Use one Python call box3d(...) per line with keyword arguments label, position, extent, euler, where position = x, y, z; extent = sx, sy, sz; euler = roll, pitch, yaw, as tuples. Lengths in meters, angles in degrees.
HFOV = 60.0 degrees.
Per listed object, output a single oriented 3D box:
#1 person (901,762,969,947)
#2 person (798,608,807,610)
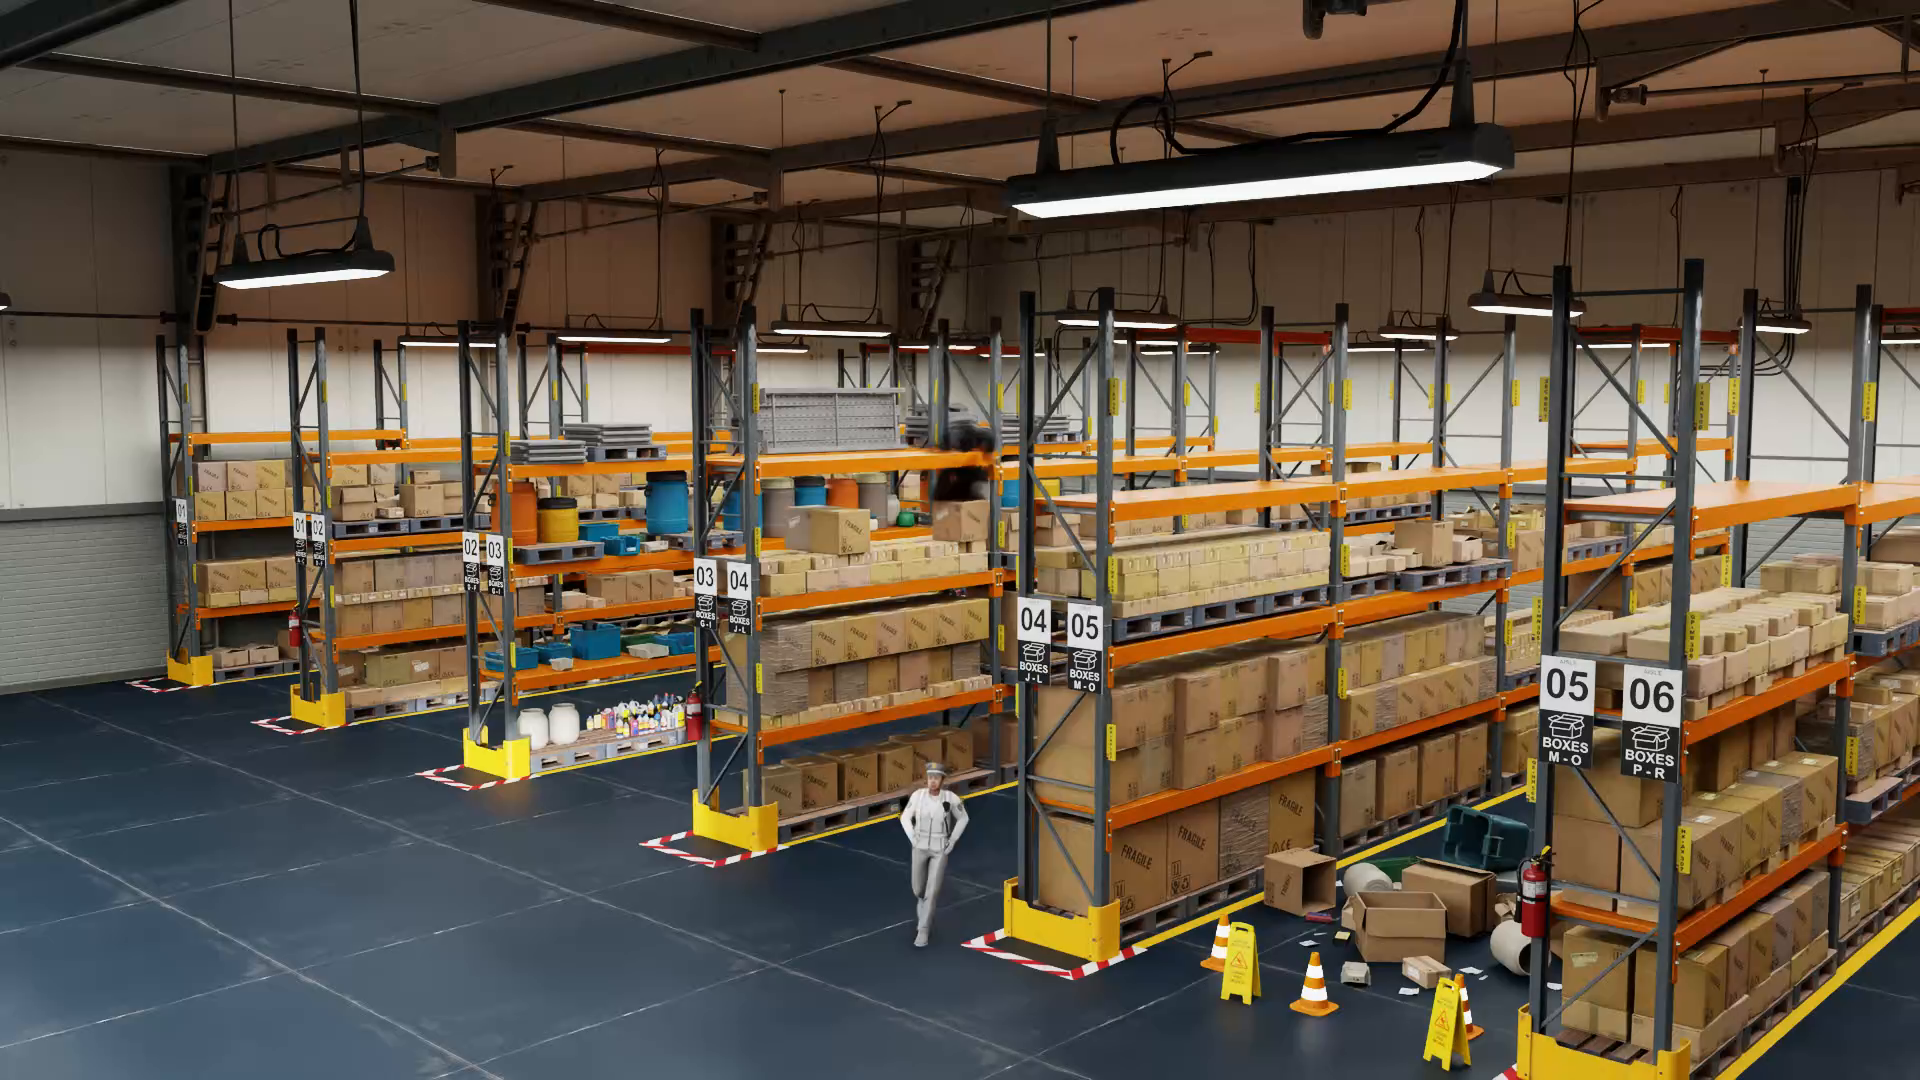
box3d(label="person", position=(-0.238, 2.885, 15.577), extent=(0.634, 1.683, 0.756), euler=(1, 5, 8))
box3d(label="person", position=(-2.980, 1.557, 29.429), extent=(0.607, 1.651, 0.941), euler=(4, 7, 36))
